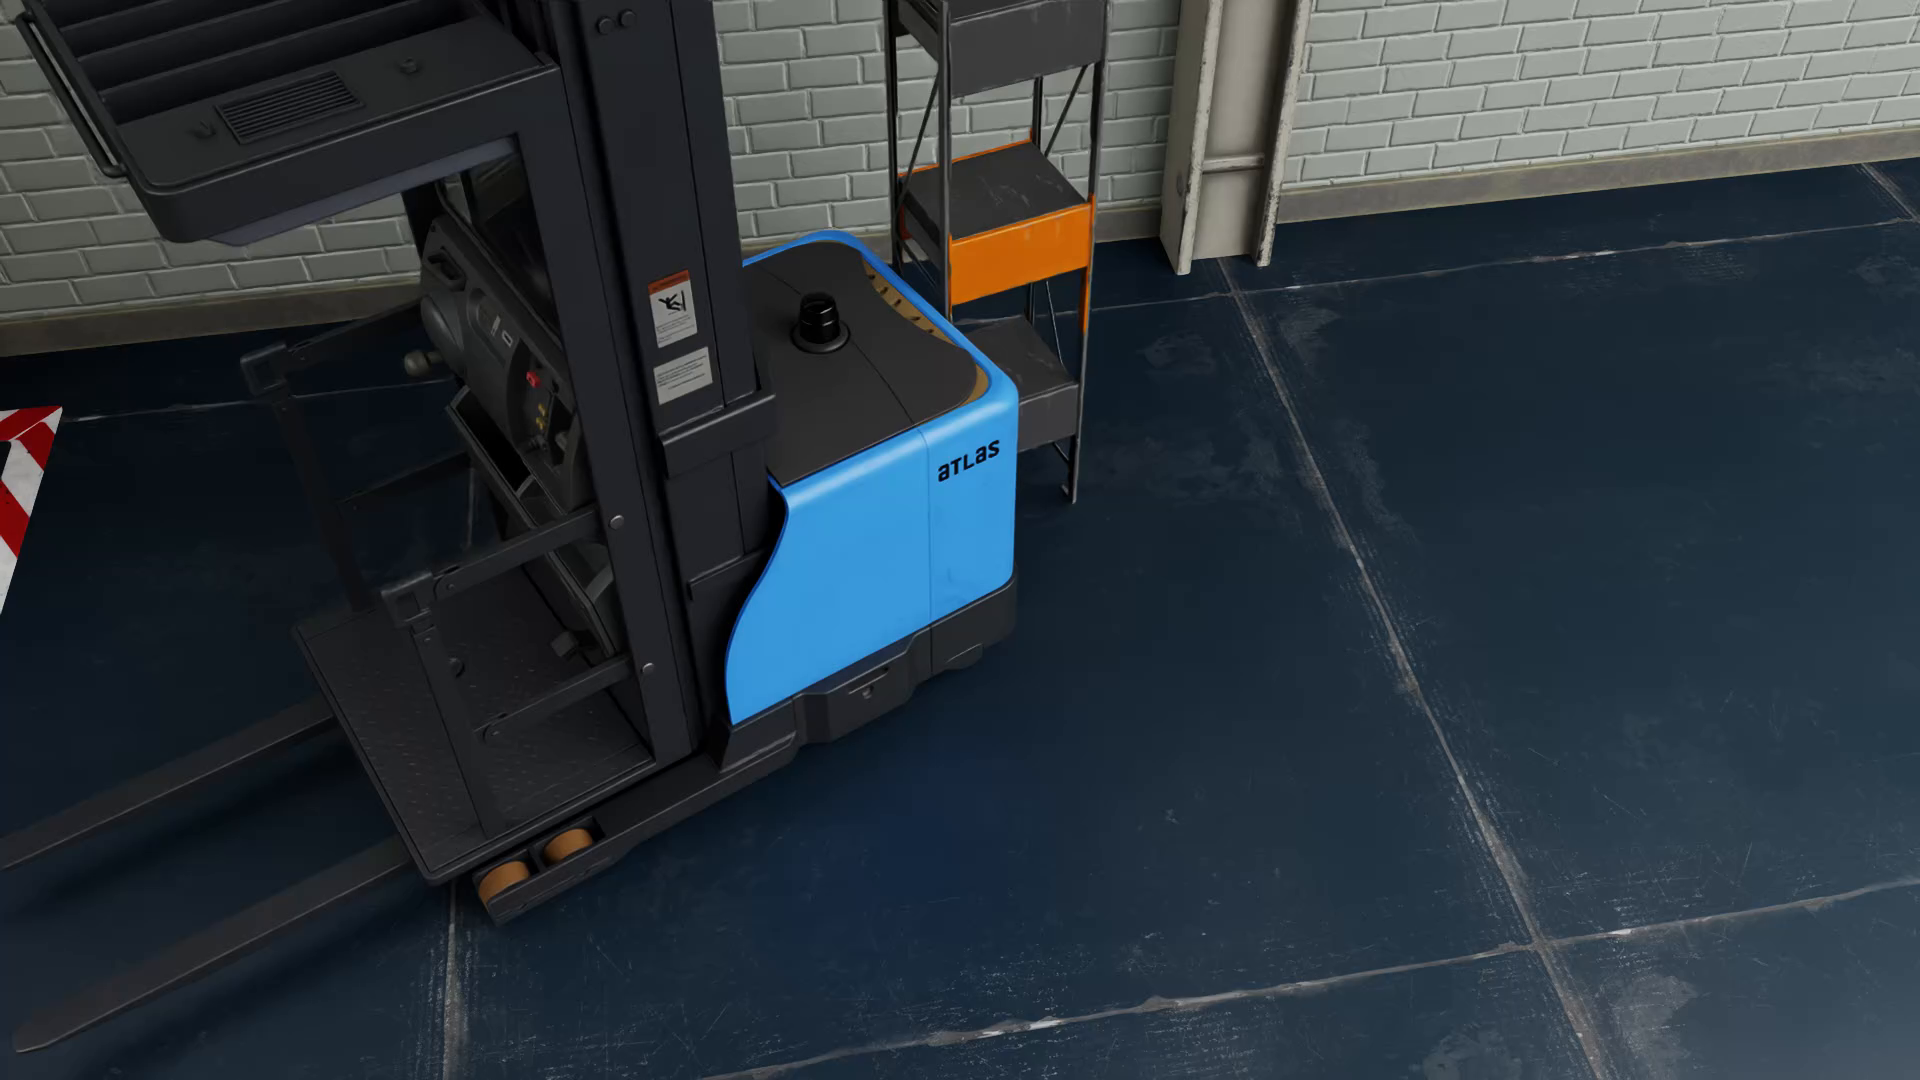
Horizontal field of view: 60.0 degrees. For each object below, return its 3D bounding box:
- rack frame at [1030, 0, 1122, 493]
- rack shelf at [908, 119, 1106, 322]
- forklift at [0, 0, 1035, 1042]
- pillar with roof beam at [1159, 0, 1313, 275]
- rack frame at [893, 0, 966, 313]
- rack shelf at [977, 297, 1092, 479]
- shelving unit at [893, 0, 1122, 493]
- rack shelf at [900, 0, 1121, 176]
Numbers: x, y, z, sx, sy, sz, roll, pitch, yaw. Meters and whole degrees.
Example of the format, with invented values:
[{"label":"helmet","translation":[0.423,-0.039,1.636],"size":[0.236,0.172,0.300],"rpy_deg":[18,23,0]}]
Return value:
[{"label":"rack frame","translation":[0.343,-1.024,5.278],"size":[0.015,2.100,0.400],"rpy_deg":[-21,50,-19]},{"label":"rack shelf","translation":[0.128,-0.931,5.207],"size":[0.480,0.518,0.431],"rpy_deg":[-21,50,-19]},{"label":"forklift","translation":[-1.273,-0.406,4.106],"size":[3.031,2.935,1.130],"rpy_deg":[-26,52,-23]},{"label":"pillar with roof beam","translation":[1.788,-1.283,0.738],"size":[0.400,9.000,9.100],"rpy_deg":[-7,46,-7]},{"label":"rack frame","translation":[-0.086,-0.856,5.117],"size":[0.015,2.100,0.400],"rpy_deg":[-21,50,-19]},{"label":"rack shelf","translation":[0.128,-0.445,5.712],"size":[0.480,0.518,0.431],"rpy_deg":[-21,50,-19]},{"label":"shelving unit","translation":[0.128,-0.940,5.198],"size":[0.503,2.100,0.431],"rpy_deg":[-21,50,-19]},{"label":"rack shelf","translation":[0.128,-1.416,4.703],"size":[0.480,0.518,0.431],"rpy_deg":[-21,50,-19]}]
